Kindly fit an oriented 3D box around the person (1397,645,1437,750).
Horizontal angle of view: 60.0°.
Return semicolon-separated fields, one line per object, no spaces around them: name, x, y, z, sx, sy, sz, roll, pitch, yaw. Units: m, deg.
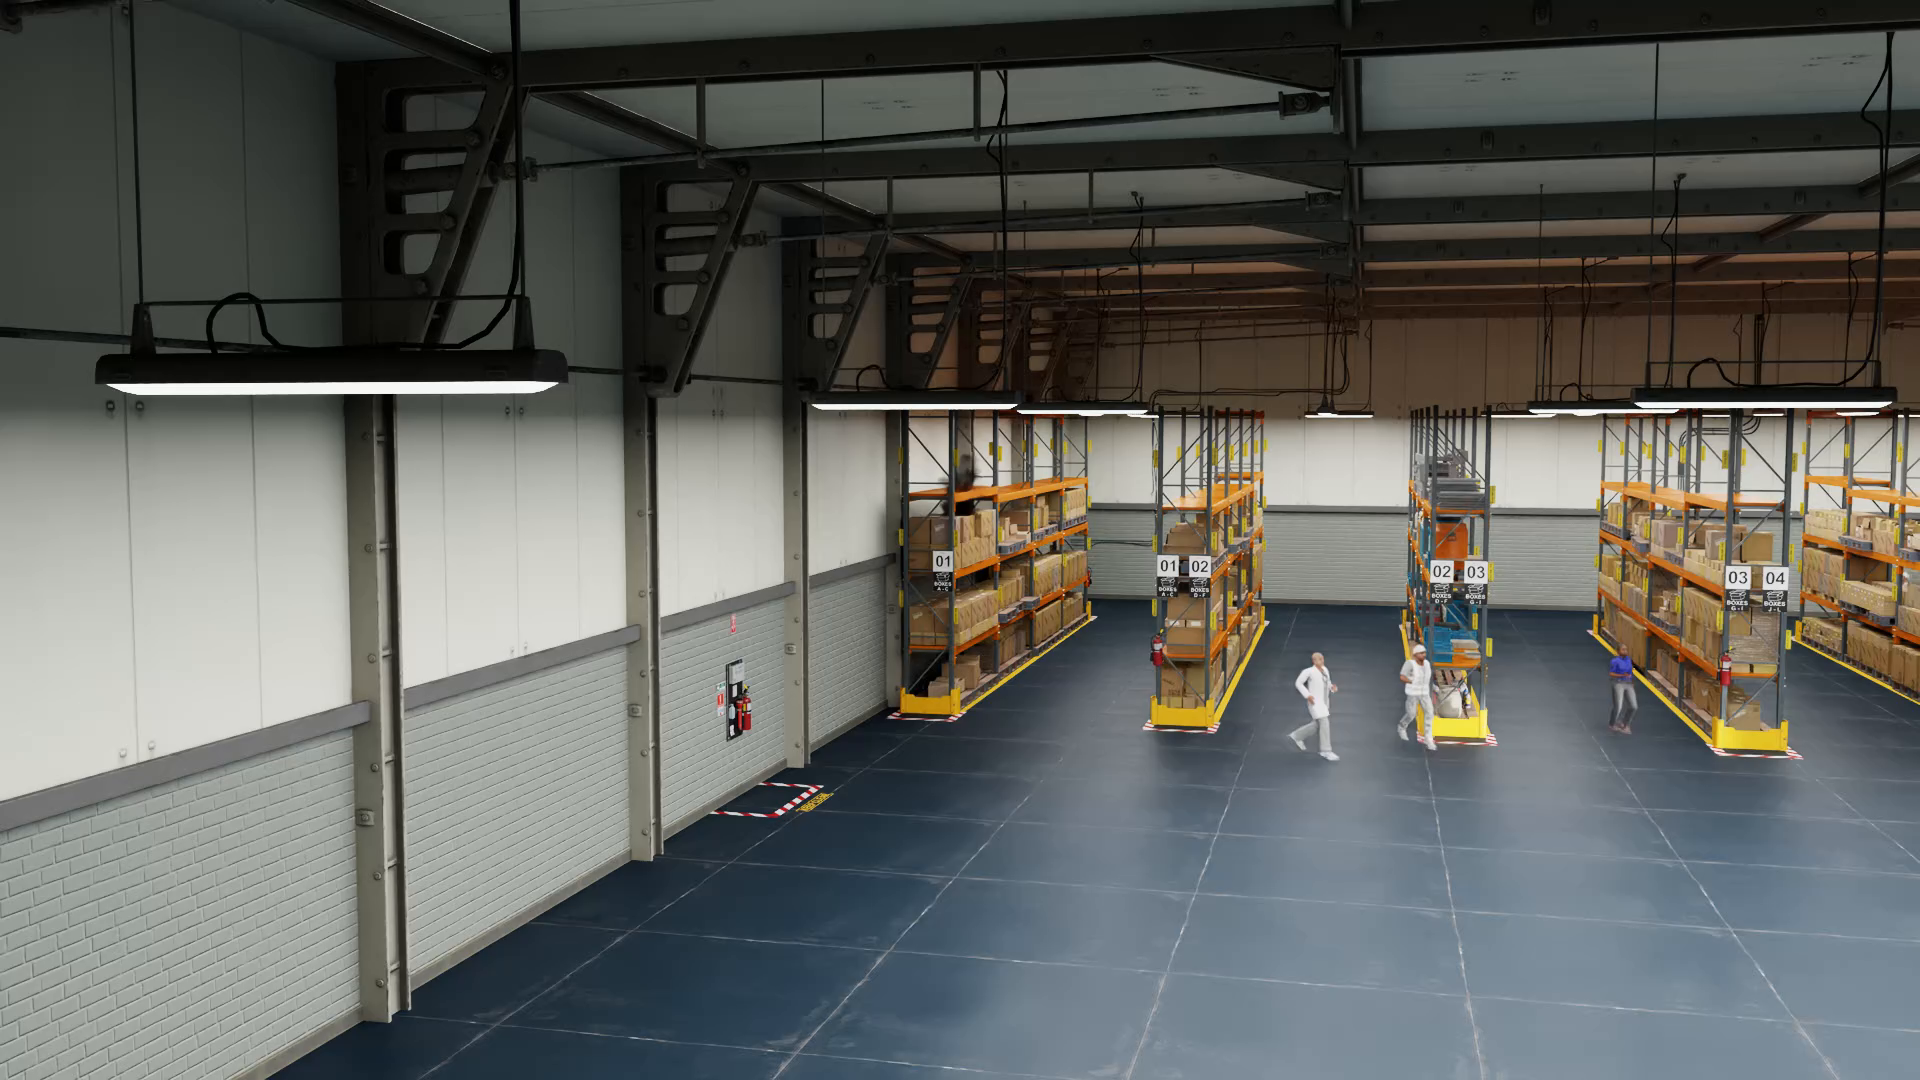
person;8.043;2.728;29.275;0.711;1.789;0.968;-1;4;-19

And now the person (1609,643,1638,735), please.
person;12.111;2.731;30.346;0.559;1.684;0.677;-1;4;-9

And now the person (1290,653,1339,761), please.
person;6.072;2.803;28.347;0.972;1.792;0.693;4;6;44

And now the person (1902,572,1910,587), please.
person;24.781;1.717;43.707;0.780;1.748;0.663;1;4;10
